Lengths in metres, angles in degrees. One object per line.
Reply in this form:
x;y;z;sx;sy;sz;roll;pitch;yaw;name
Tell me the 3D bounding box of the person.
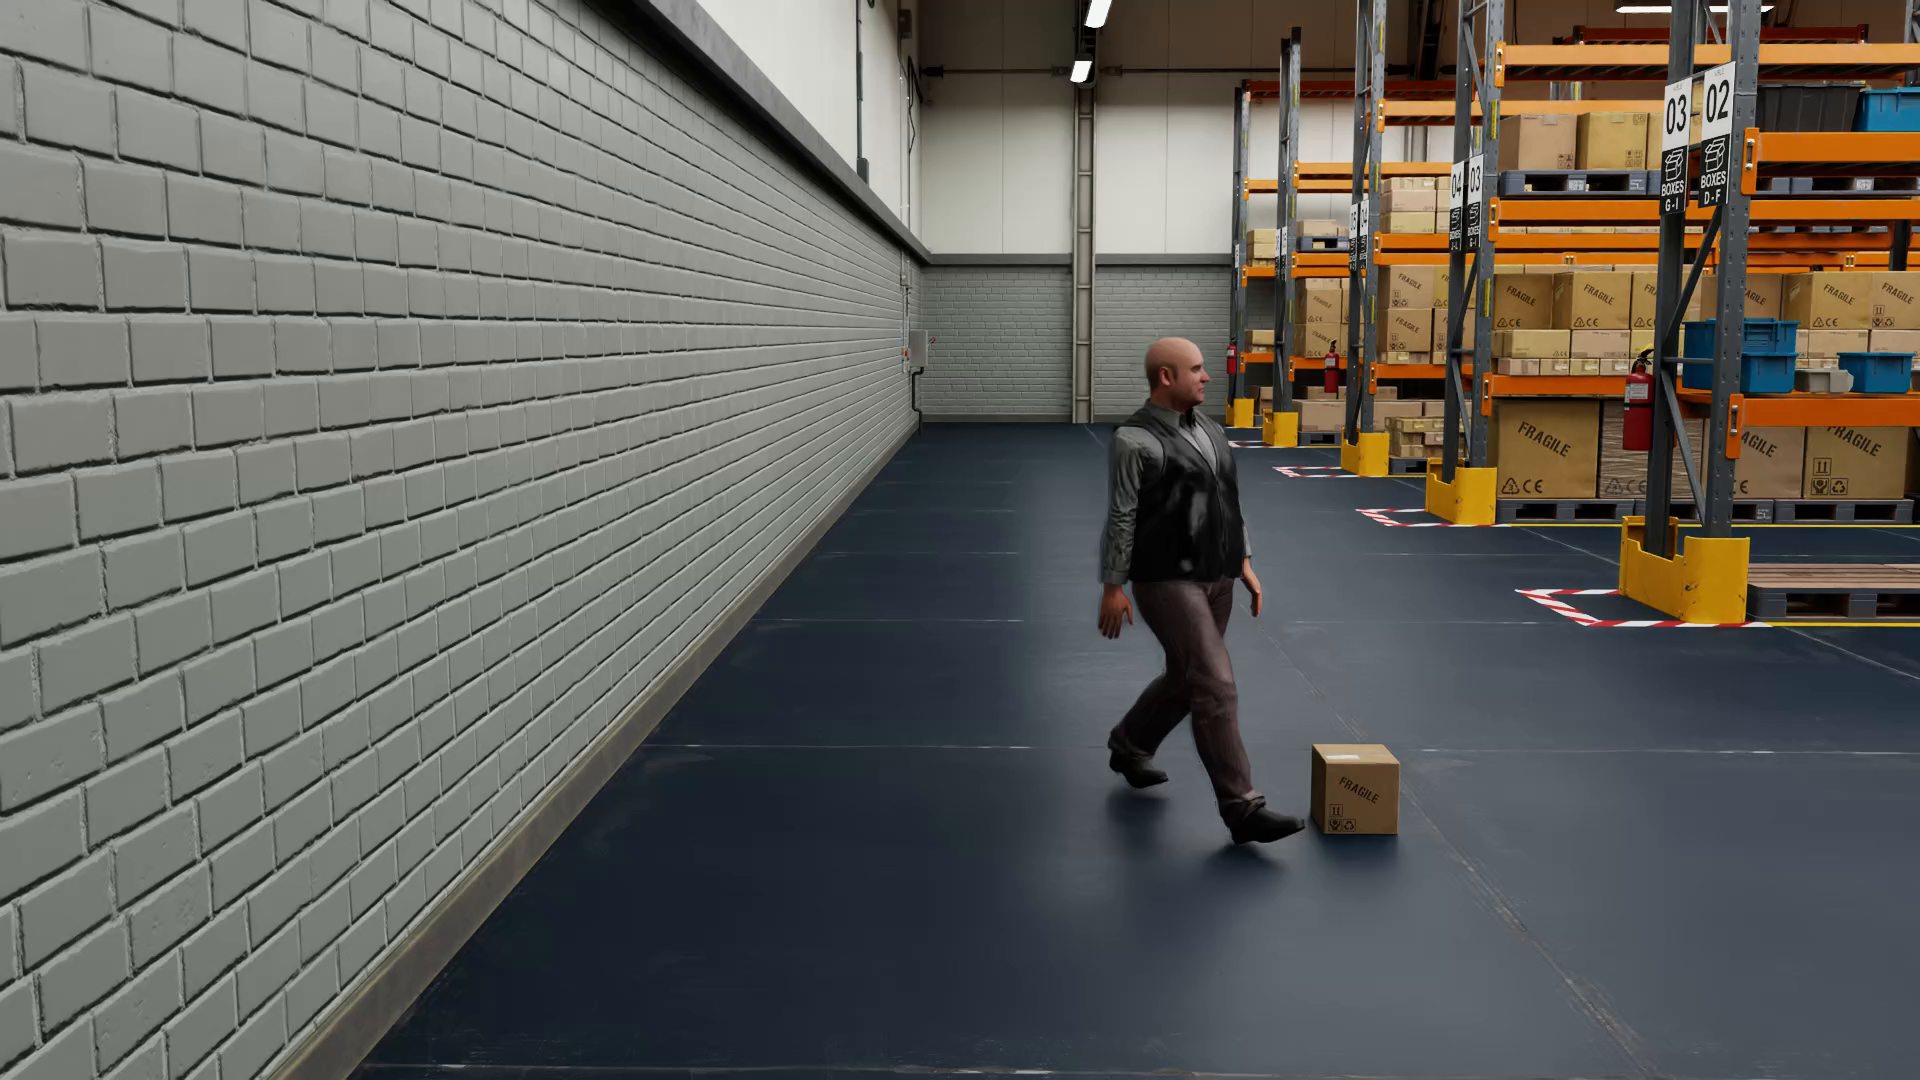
0.832;0.144;5.690;1.038;1.667;0.563;7;10;44;person
